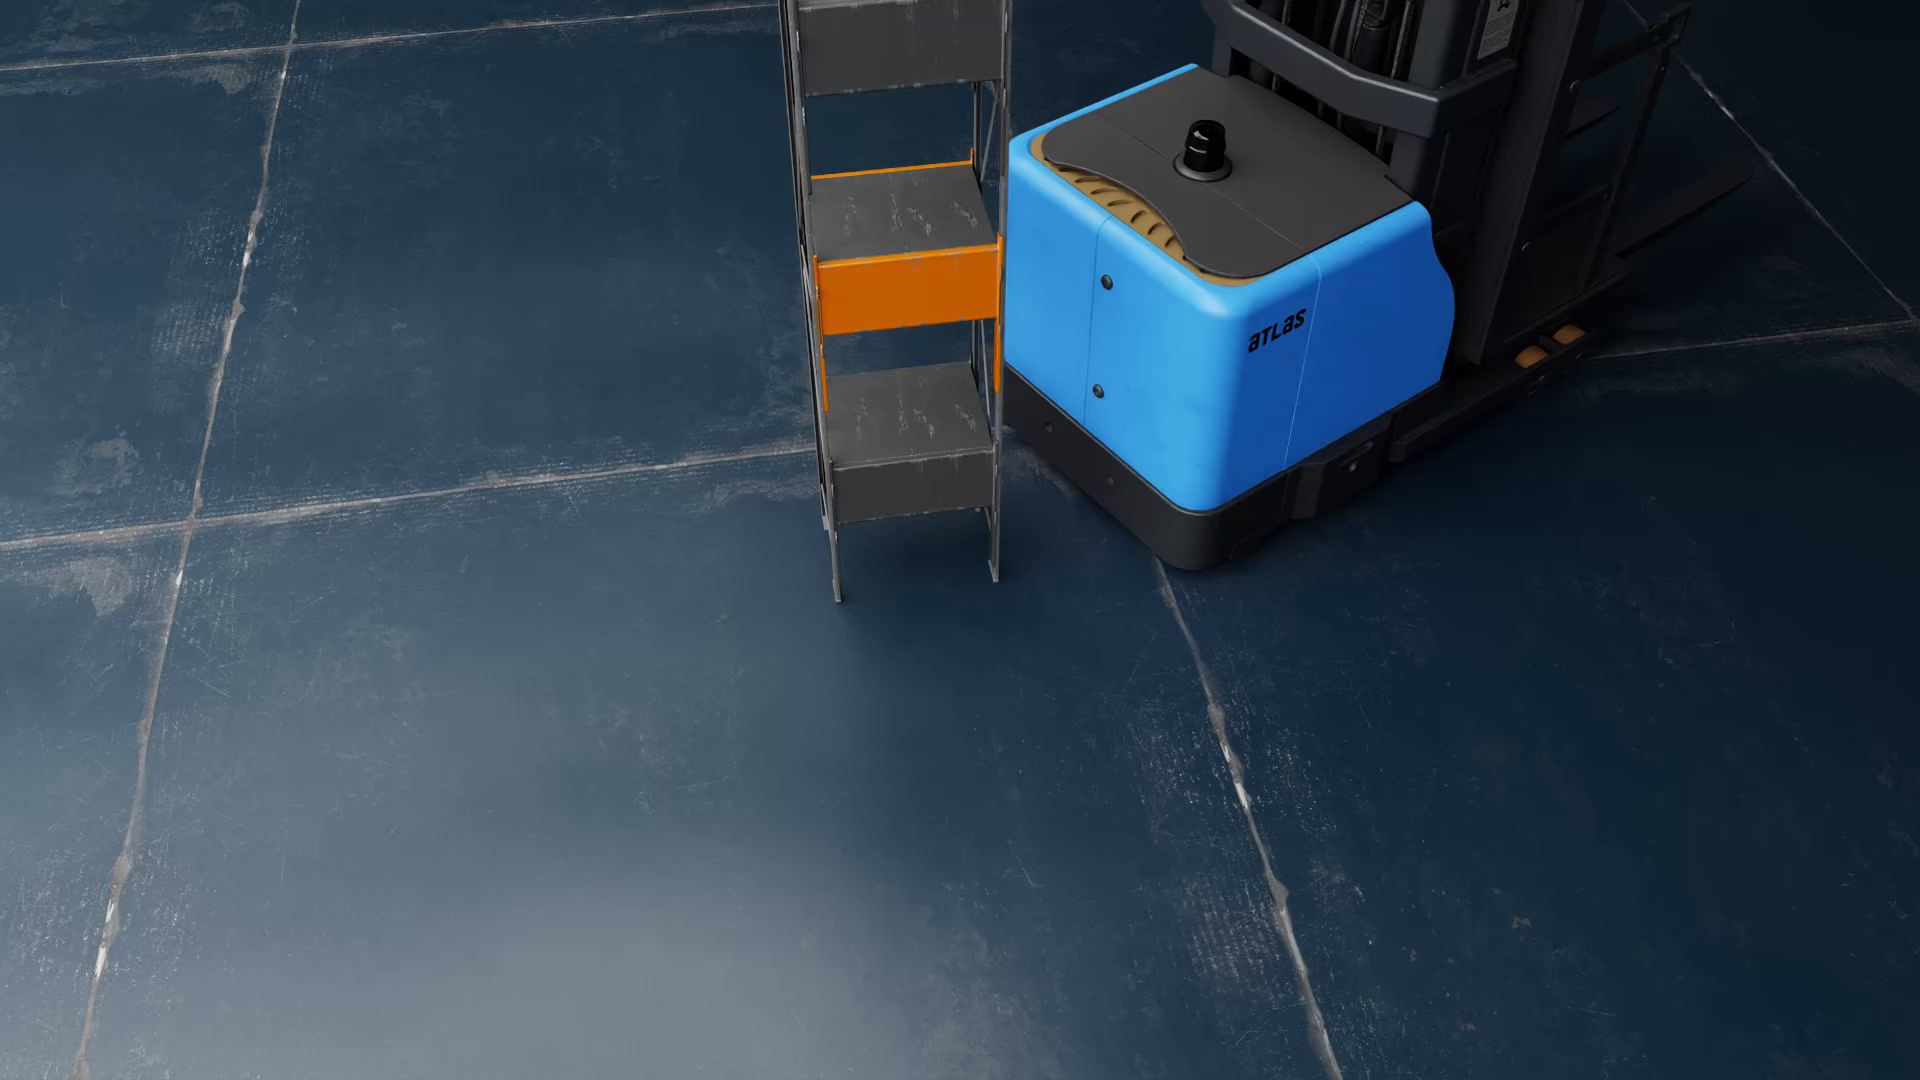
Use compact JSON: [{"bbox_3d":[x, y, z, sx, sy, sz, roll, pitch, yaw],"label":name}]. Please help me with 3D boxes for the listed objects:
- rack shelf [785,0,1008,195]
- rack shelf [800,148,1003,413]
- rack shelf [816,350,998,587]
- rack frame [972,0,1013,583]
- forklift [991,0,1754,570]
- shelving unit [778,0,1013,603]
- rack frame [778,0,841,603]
[{"bbox_3d":[-0.163,-1.184,3.980,0.480,0.518,0.431,-7,46,-7],"label":"rack shelf"},{"bbox_3d":[-0.163,-0.699,4.484,0.480,0.518,0.431,-7,46,-7],"label":"rack shelf"},{"bbox_3d":[-0.163,-0.213,4.988,0.480,0.518,0.431,-7,46,-7],"label":"rack shelf"},{"bbox_3d":[0.077,-0.738,4.503,0.015,2.100,0.400,-7,46,-7],"label":"rack frame"},{"bbox_3d":[1.588,-1.797,4.947,3.031,2.935,1.130,-28,52,-24],"label":"forklift"},{"bbox_3d":[-0.163,-0.708,4.474,0.503,2.100,0.431,-7,46,-7],"label":"shelving unit"},{"bbox_3d":[-0.404,-0.678,4.445,0.015,2.100,0.400,-7,46,-7],"label":"rack frame"}]
